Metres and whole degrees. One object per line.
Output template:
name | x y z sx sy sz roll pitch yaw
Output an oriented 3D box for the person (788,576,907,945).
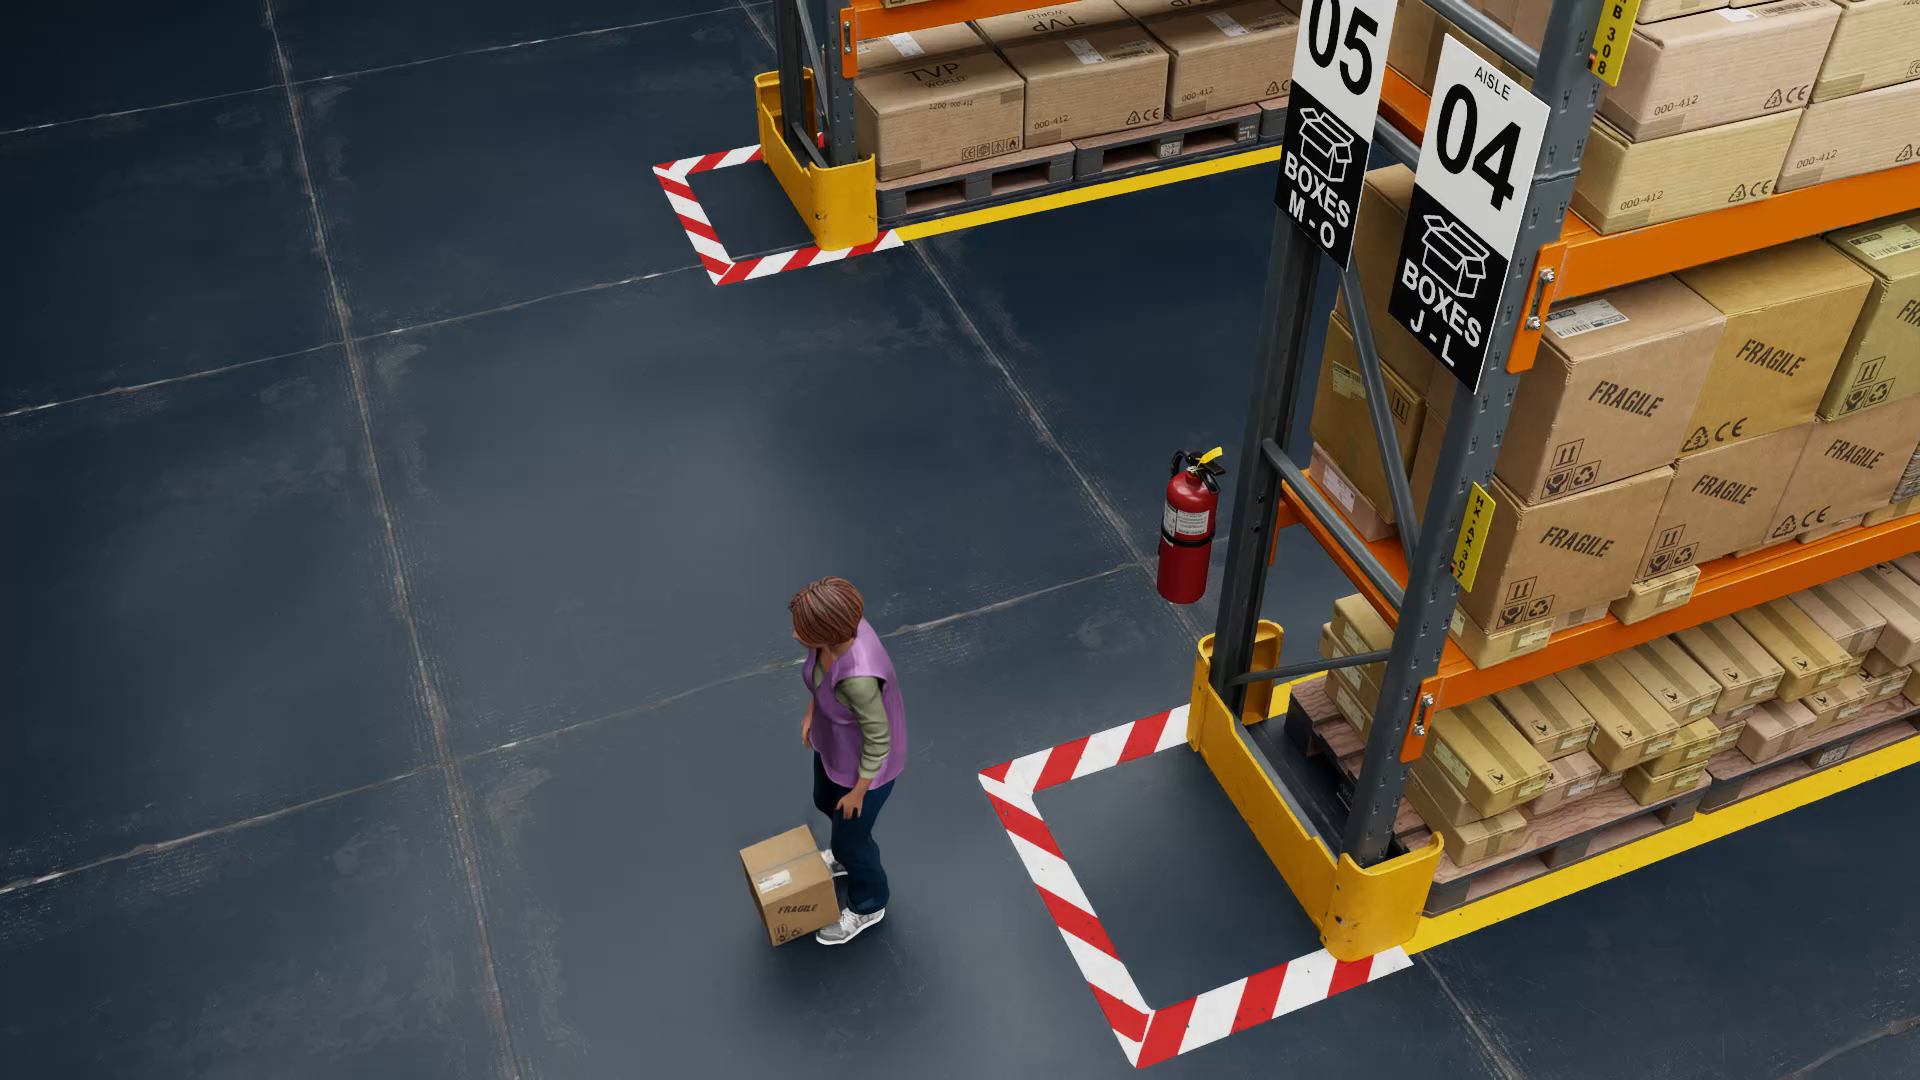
person | -0.374 0.707 5.399 0.374 1.583 0.458 -17 45 -18
